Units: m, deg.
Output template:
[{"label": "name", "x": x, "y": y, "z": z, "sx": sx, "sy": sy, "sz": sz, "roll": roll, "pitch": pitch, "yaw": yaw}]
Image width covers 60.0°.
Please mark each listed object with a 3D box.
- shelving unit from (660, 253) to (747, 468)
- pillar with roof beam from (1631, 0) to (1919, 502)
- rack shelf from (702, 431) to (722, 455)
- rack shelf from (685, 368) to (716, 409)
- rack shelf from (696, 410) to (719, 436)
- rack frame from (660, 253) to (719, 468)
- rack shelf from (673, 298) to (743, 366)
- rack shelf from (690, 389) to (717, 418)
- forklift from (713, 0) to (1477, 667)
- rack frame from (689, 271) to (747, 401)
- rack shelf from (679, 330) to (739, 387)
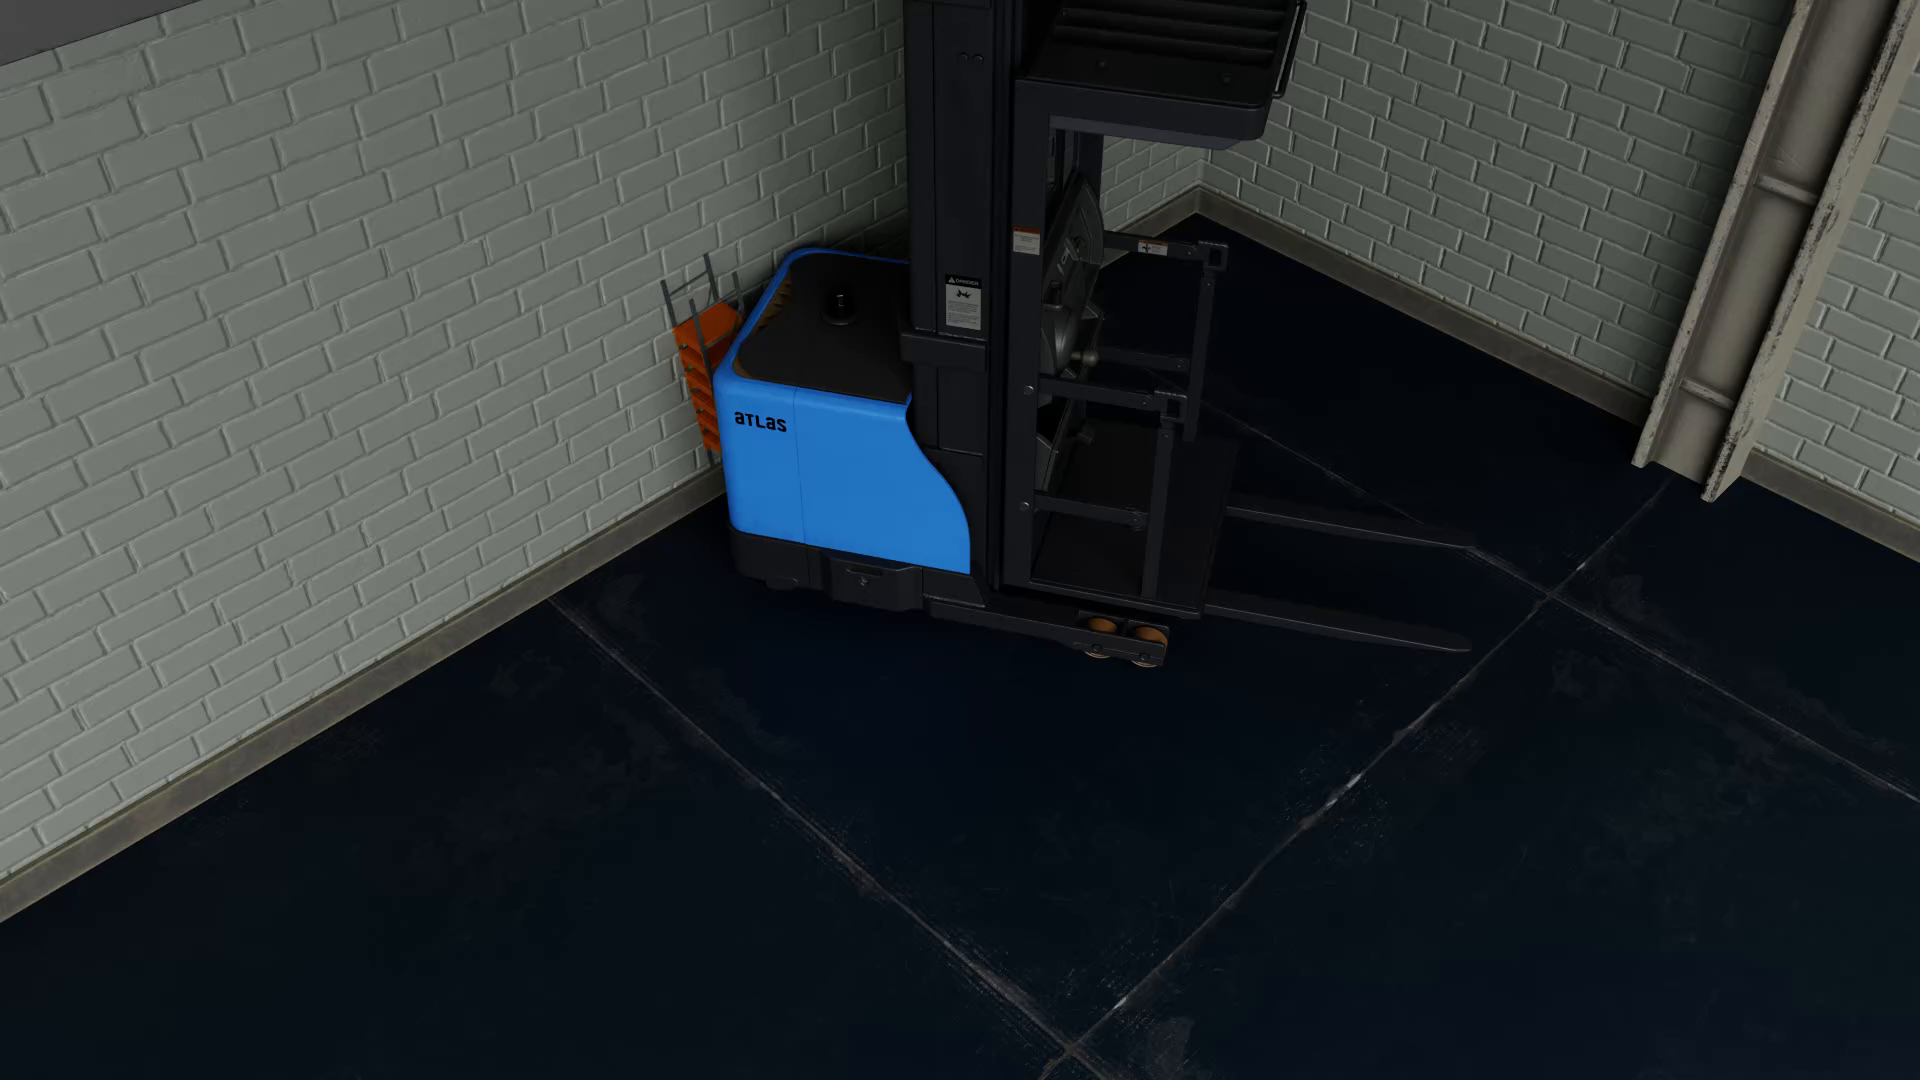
[{"label": "shelving unit", "x": -0.990, "y": -0.642, "z": 7.047, "sx": 0.258, "sy": 1.200, "sz": 0.189, "roll": -38, "pitch": 54, "yaw": -26}, {"label": "pillar with roof beam", "x": 0.277, "y": -1.575, "z": 2.324, "sx": 9.100, "sy": 9.000, "sz": 0.400, "roll": -34, "pitch": 53, "yaw": -31}, {"label": "rack shelf", "x": -0.967, "y": -0.450, "z": 7.256, "sx": 0.258, "sy": 0.103, "sz": 0.180, "roll": -38, "pitch": 54, "yaw": -26}, {"label": "rack shelf", "x": -0.996, "y": -0.693, "z": 6.992, "sx": 0.258, "sy": 0.103, "sz": 0.180, "roll": -38, "pitch": 54, "yaw": -26}, {"label": "rack shelf", "x": -0.977, "y": -0.531, "z": 7.168, "sx": 0.258, "sy": 0.103, "sz": 0.180, "roll": -38, "pitch": 54, "yaw": -26}, {"label": "rack frame", "x": -1.054, "y": -0.686, "z": 7.096, "sx": 0.240, "sy": 1.200, "sz": 0.006, "roll": -38, "pitch": 54, "yaw": -26}, {"label": "rack shelf", "x": -1.016, "y": -0.855, "z": 6.816, "sx": 0.258, "sy": 0.103, "sz": 0.180, "roll": -38, "pitch": 54, "yaw": -26}, {"label": "rack shelf", "x": -0.987, "y": -0.612, "z": 7.080, "sx": 0.258, "sy": 0.103, "sz": 0.180, "roll": -38, "pitch": 54, "yaw": -26}, {"label": "forklift", "x": 0.607, "y": -0.967, "z": 6.136, "sx": 3.031, "sy": 2.935, "sz": 1.130, "roll": 10, "pitch": 44, "yaw": 11}, {"label": "rack frame", "x": -0.926, "y": -0.597, "z": 6.999, "sx": 0.240, "sy": 1.200, "sz": 0.006, "roll": -38, "pitch": 54, "yaw": -26}, {"label": "rack shelf", "x": -1.006, "y": -0.774, "z": 6.904, "sx": 0.258, "sy": 0.103, "sz": 0.180, "roll": -38, "pitch": 54, "yaw": -26}]
